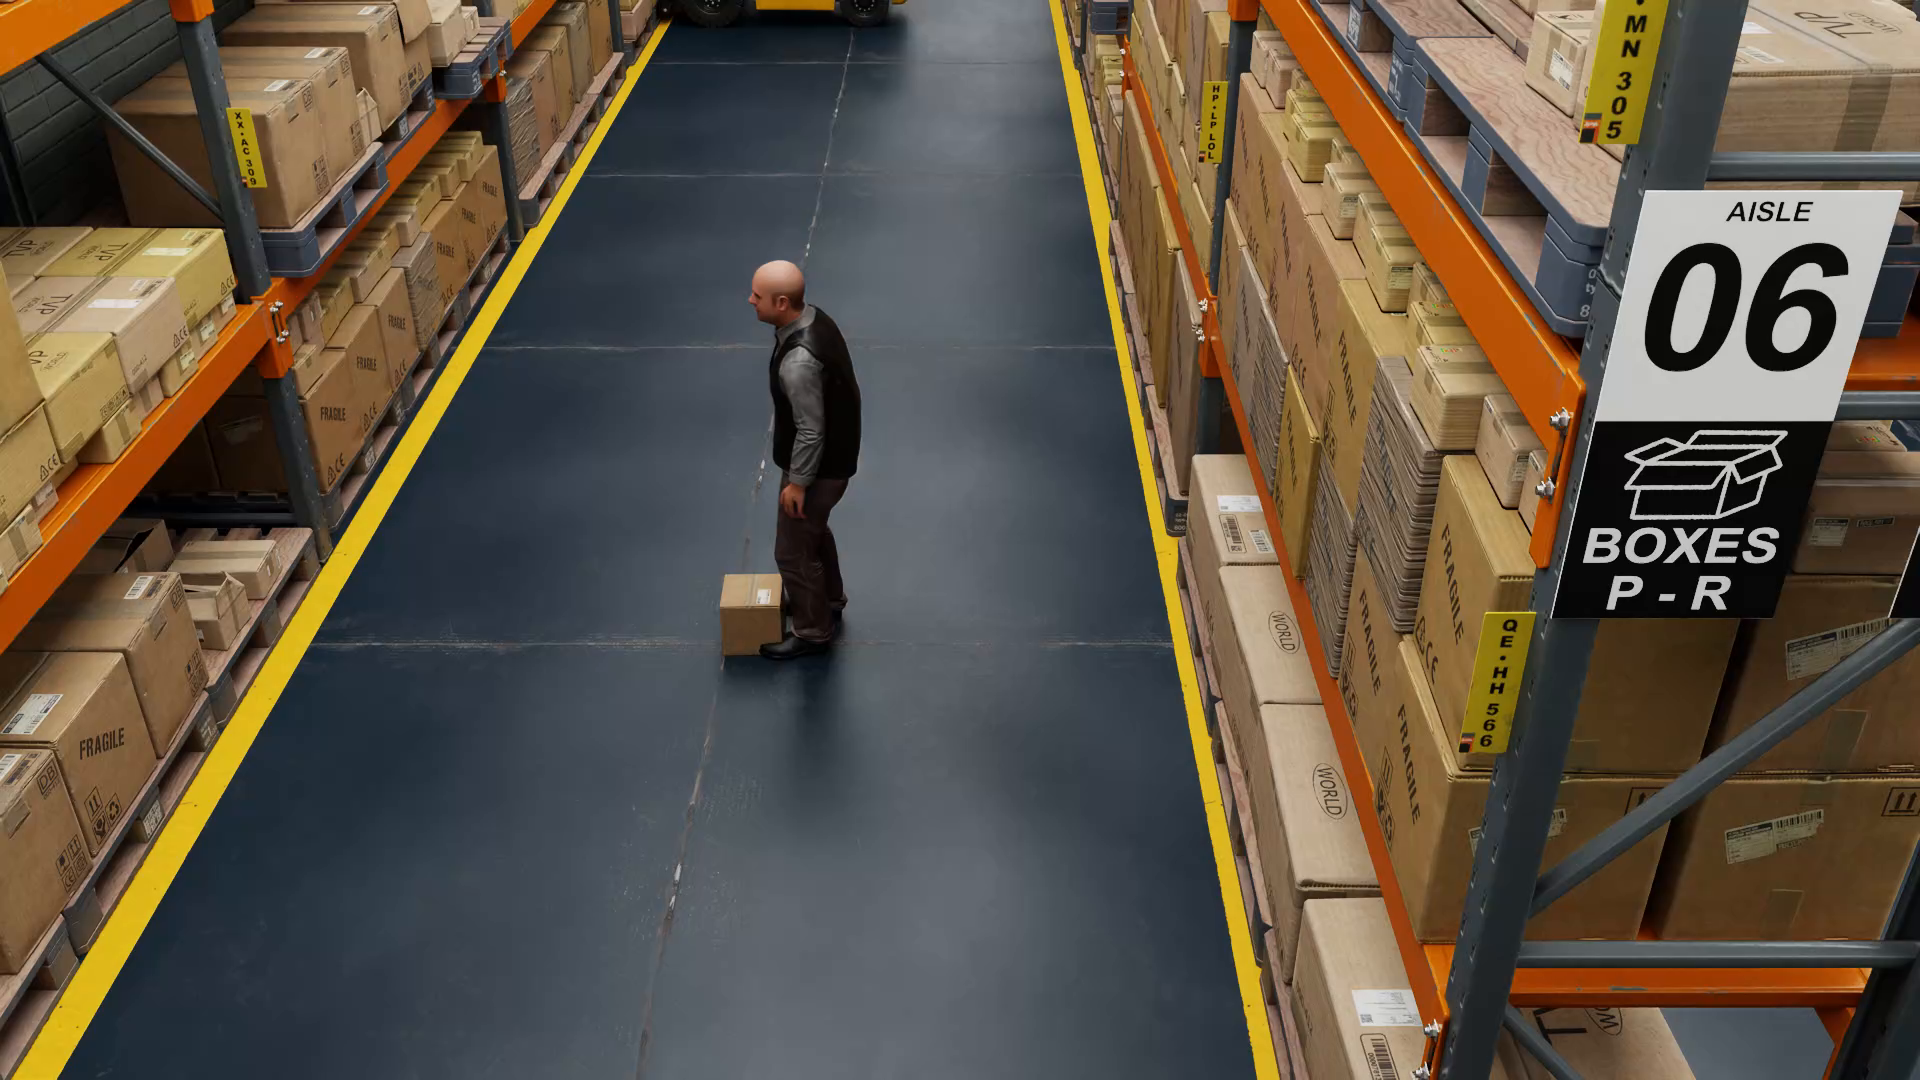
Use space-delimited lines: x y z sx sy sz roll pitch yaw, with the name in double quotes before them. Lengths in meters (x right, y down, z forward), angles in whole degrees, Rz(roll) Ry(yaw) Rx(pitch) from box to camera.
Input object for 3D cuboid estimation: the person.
"person" -0.621 -0.315 6.674 0.462 1.721 0.588 -1 31 -1
